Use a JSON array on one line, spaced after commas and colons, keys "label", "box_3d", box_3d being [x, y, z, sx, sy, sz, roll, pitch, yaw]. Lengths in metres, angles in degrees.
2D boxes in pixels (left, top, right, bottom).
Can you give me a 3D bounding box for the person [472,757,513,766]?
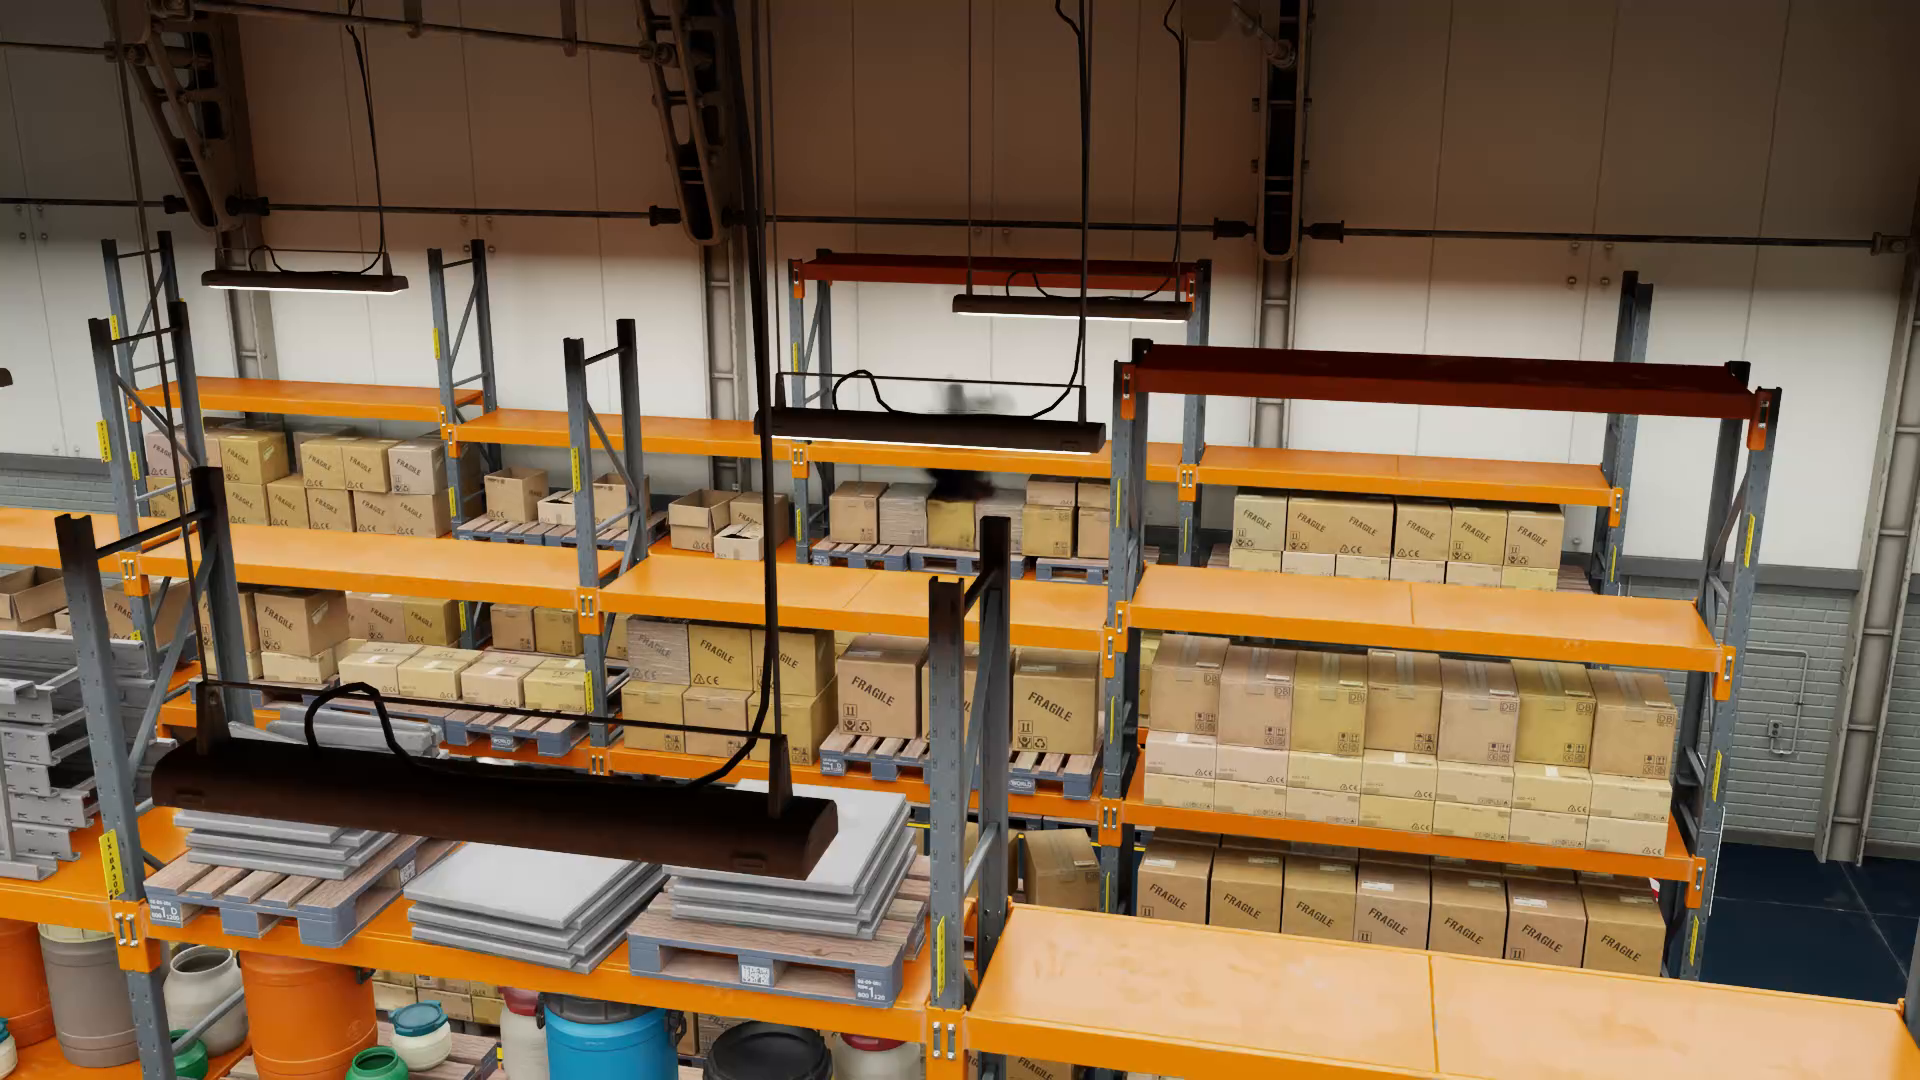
[{"label": "person", "box_3d": [-4.671, 2.577, 16.440, 0.586, 1.737, 0.638, 3, 17, 11]}]
